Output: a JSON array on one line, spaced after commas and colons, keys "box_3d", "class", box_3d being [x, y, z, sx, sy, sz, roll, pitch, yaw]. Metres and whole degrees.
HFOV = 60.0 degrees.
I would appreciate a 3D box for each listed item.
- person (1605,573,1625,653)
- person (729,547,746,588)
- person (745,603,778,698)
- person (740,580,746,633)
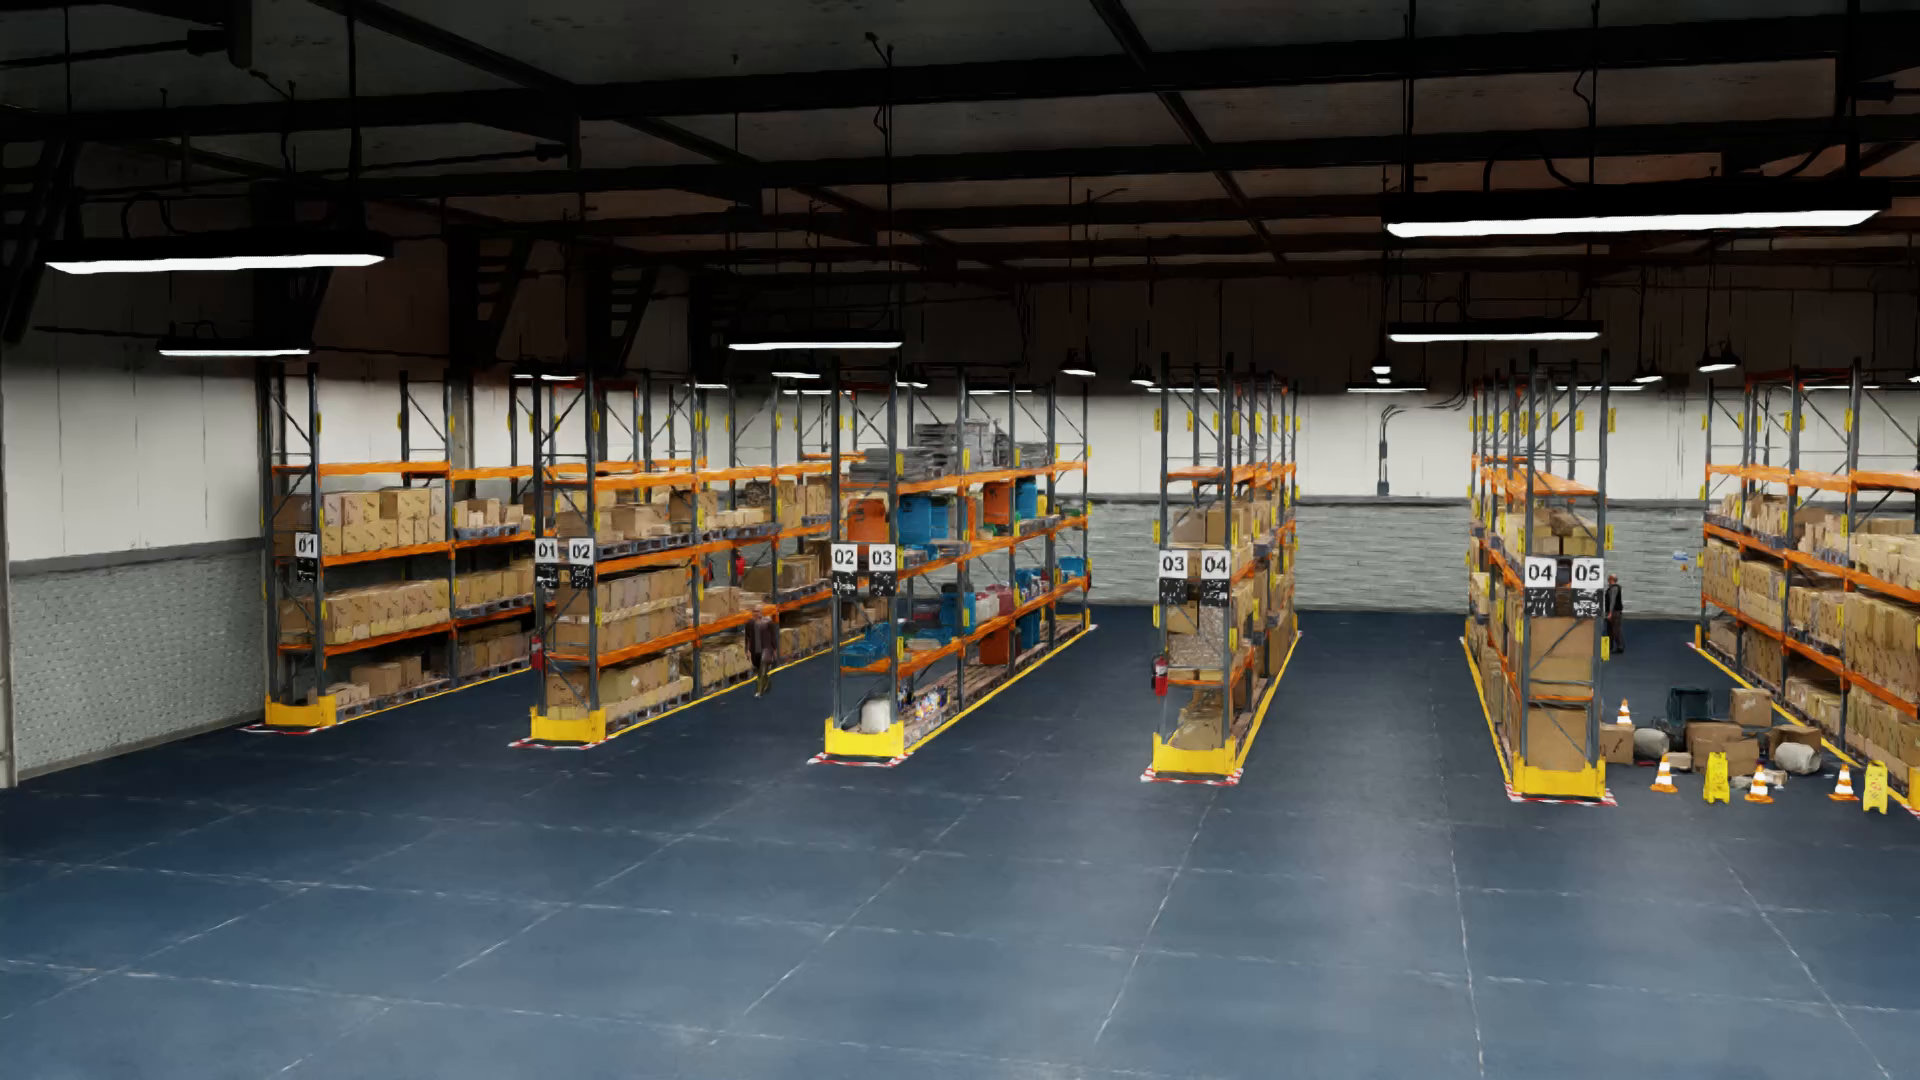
[{"box_3d": [14.253, 1.571, 36.349, 0.579, 1.718, 0.655, 2, 4, 25], "class": "person"}, {"box_3d": [-5.824, 1.043, 43.902, 0.747, 1.720, 0.548, -4, 6, -43], "class": "person"}, {"box_3d": [-3.664, 2.000, 30.358, 0.598, 1.698, 1.193, 1, 4, 17], "class": "person"}, {"box_3d": [-4.922, 1.433, 39.353, 0.580, 1.619, 0.507, 1, 4, 12], "class": "person"}]
